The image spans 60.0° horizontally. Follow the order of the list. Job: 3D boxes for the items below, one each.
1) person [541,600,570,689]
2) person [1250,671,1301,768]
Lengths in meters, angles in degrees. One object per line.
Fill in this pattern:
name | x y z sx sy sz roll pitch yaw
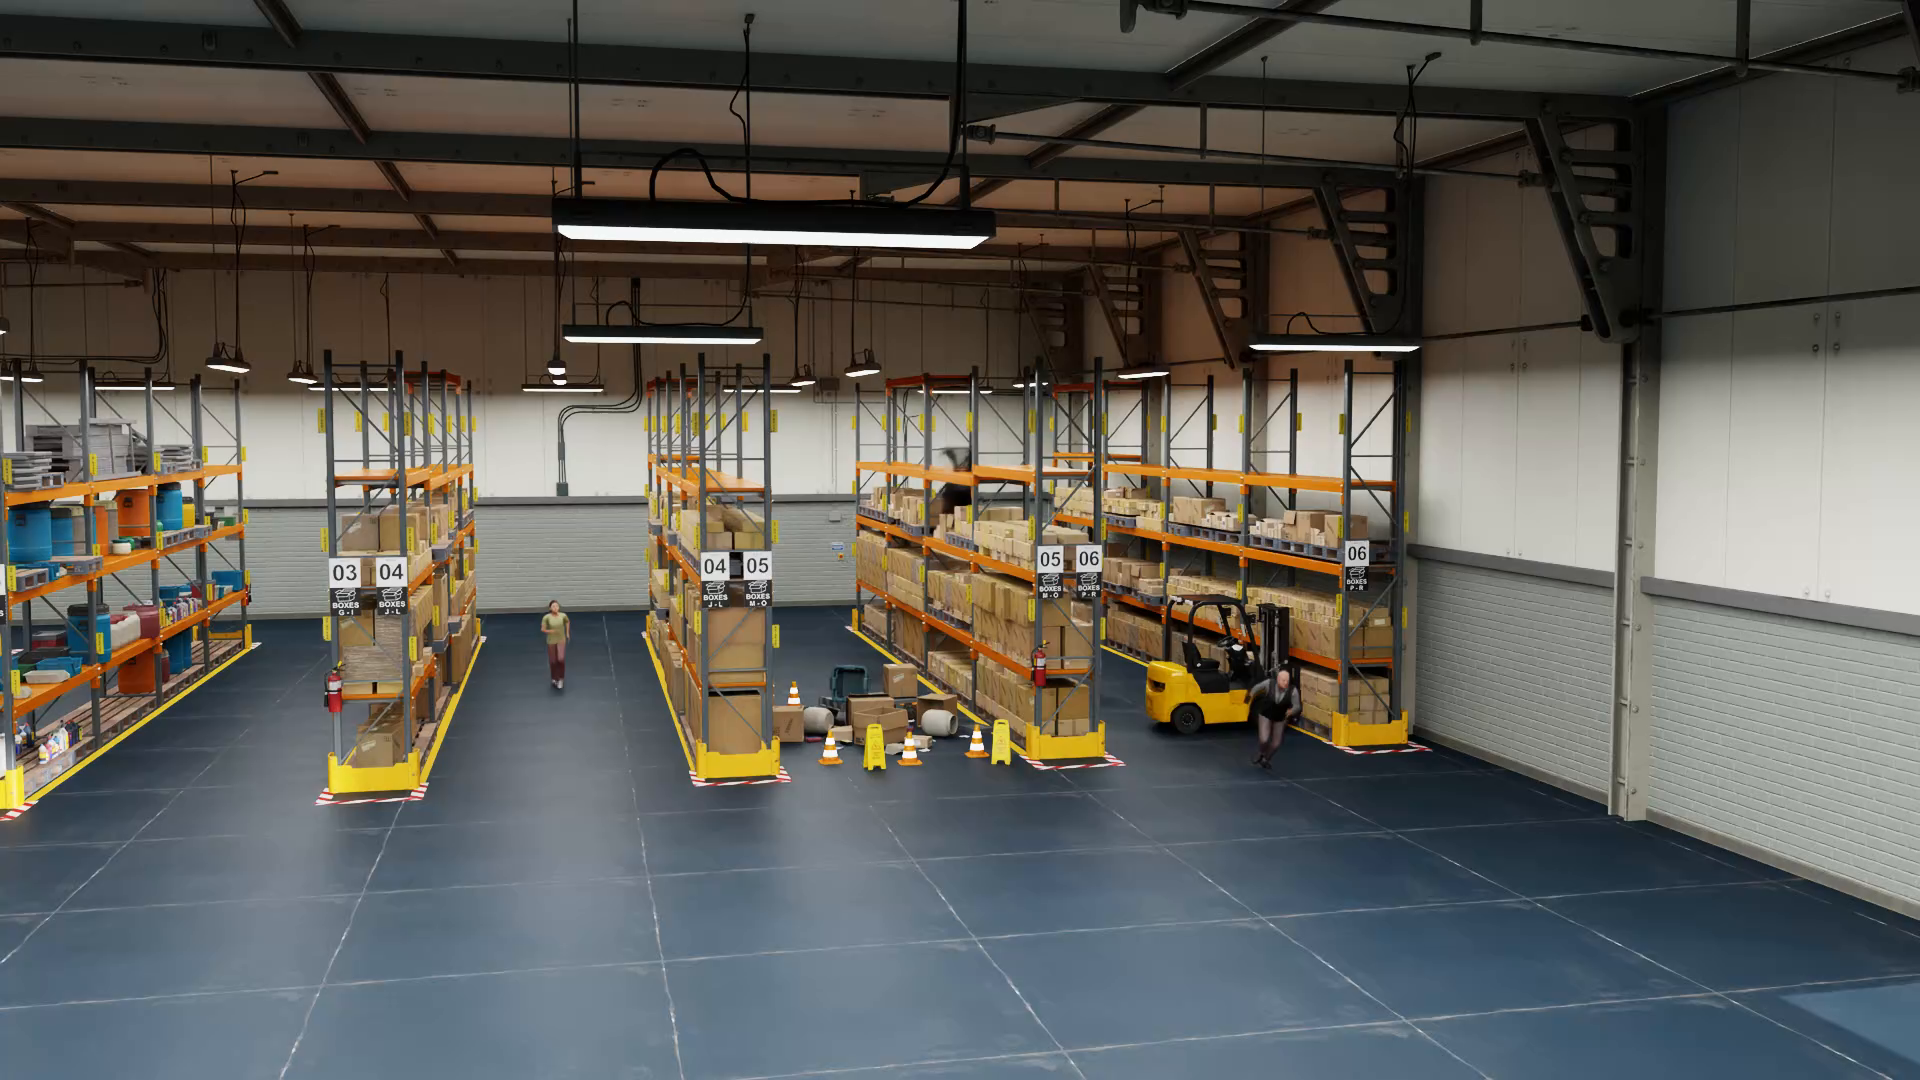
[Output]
person | -7.672 1.976 31.553 0.521 1.691 0.780 -1 4 -13
person | 4.547 2.584 23.917 0.636 1.499 0.994 0 4 0
